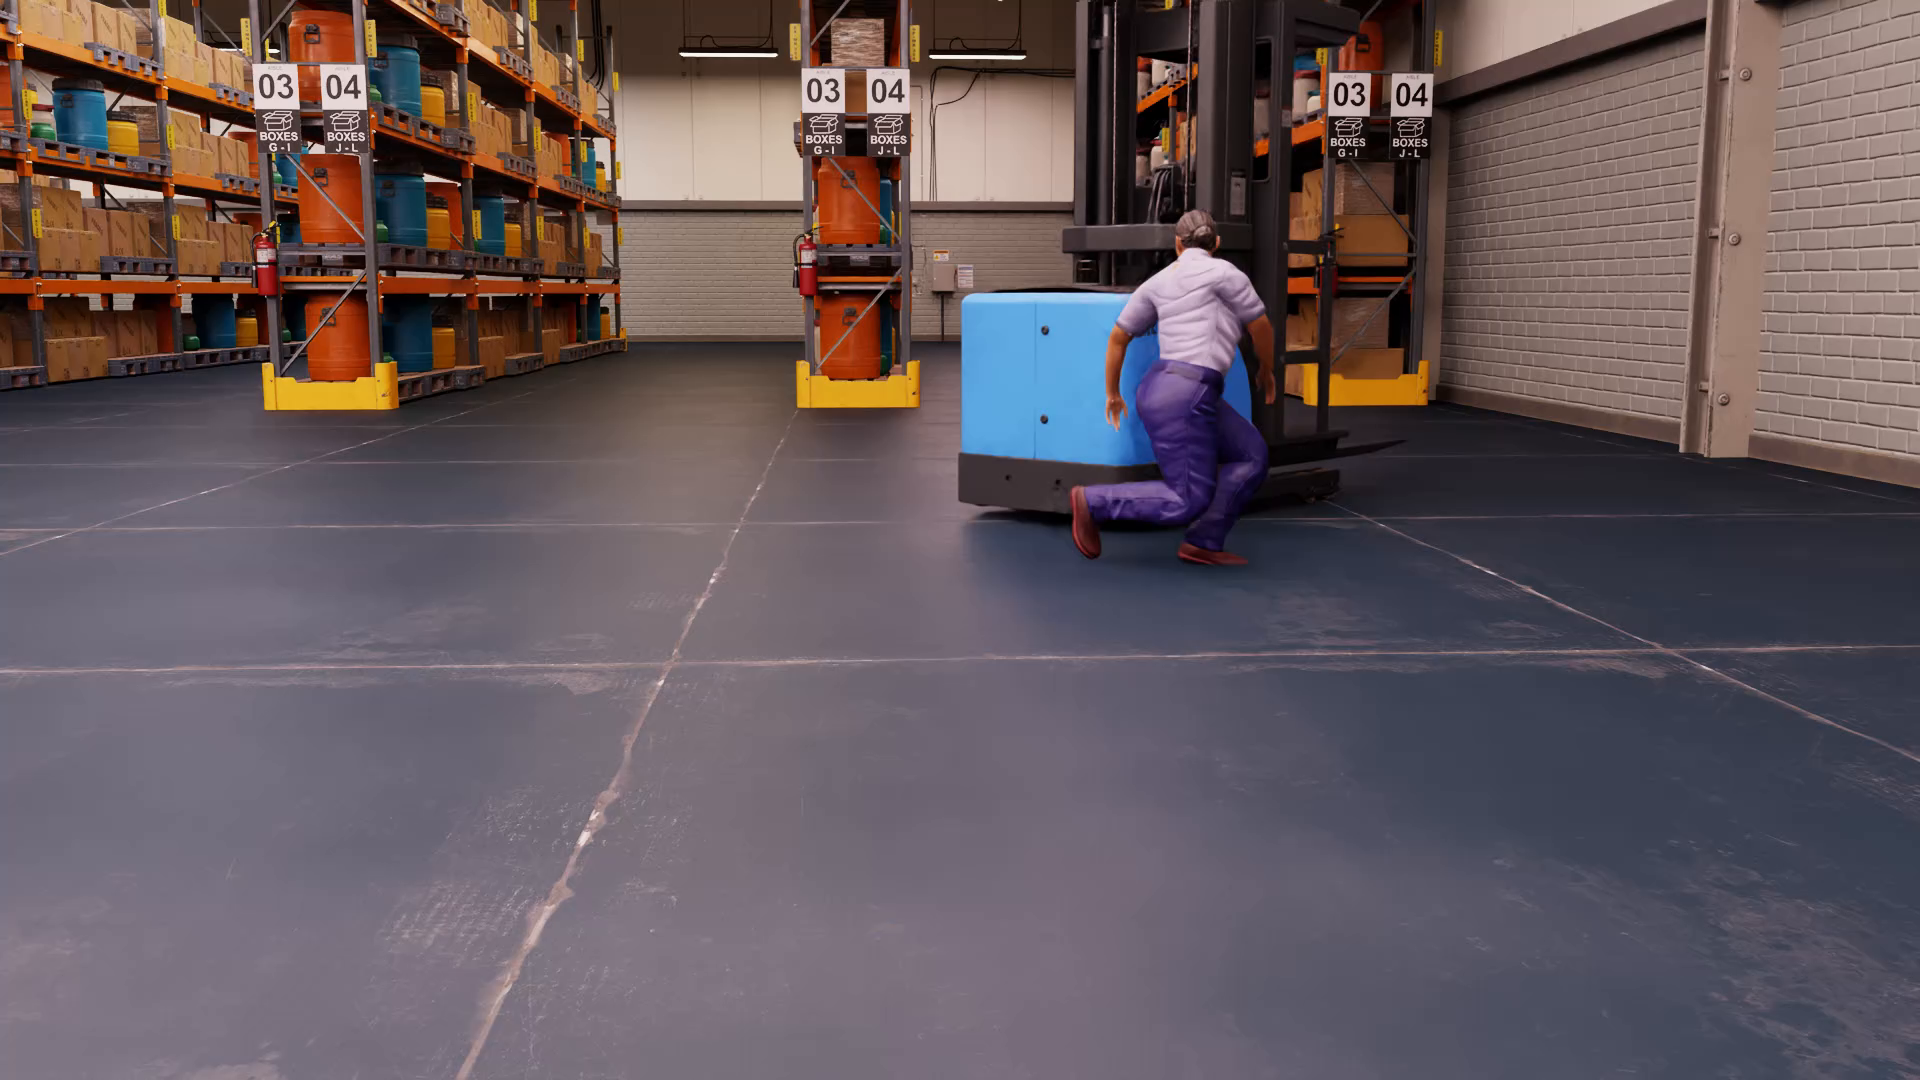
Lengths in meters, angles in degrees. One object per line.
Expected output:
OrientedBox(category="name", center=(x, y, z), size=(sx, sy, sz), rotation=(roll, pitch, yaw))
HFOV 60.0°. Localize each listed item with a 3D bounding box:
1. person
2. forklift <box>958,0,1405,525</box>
OrientedBox(category="person", center=(0.858, -0.584, 6.628), size=(0.845, 1.420, 0.589), rotation=(-1, 8, -6))
OrientedBox(category="forklift", center=(1.349, -1.682, 8.659), size=(1.130, 2.935, 3.031), rotation=(7, 11, 41))
